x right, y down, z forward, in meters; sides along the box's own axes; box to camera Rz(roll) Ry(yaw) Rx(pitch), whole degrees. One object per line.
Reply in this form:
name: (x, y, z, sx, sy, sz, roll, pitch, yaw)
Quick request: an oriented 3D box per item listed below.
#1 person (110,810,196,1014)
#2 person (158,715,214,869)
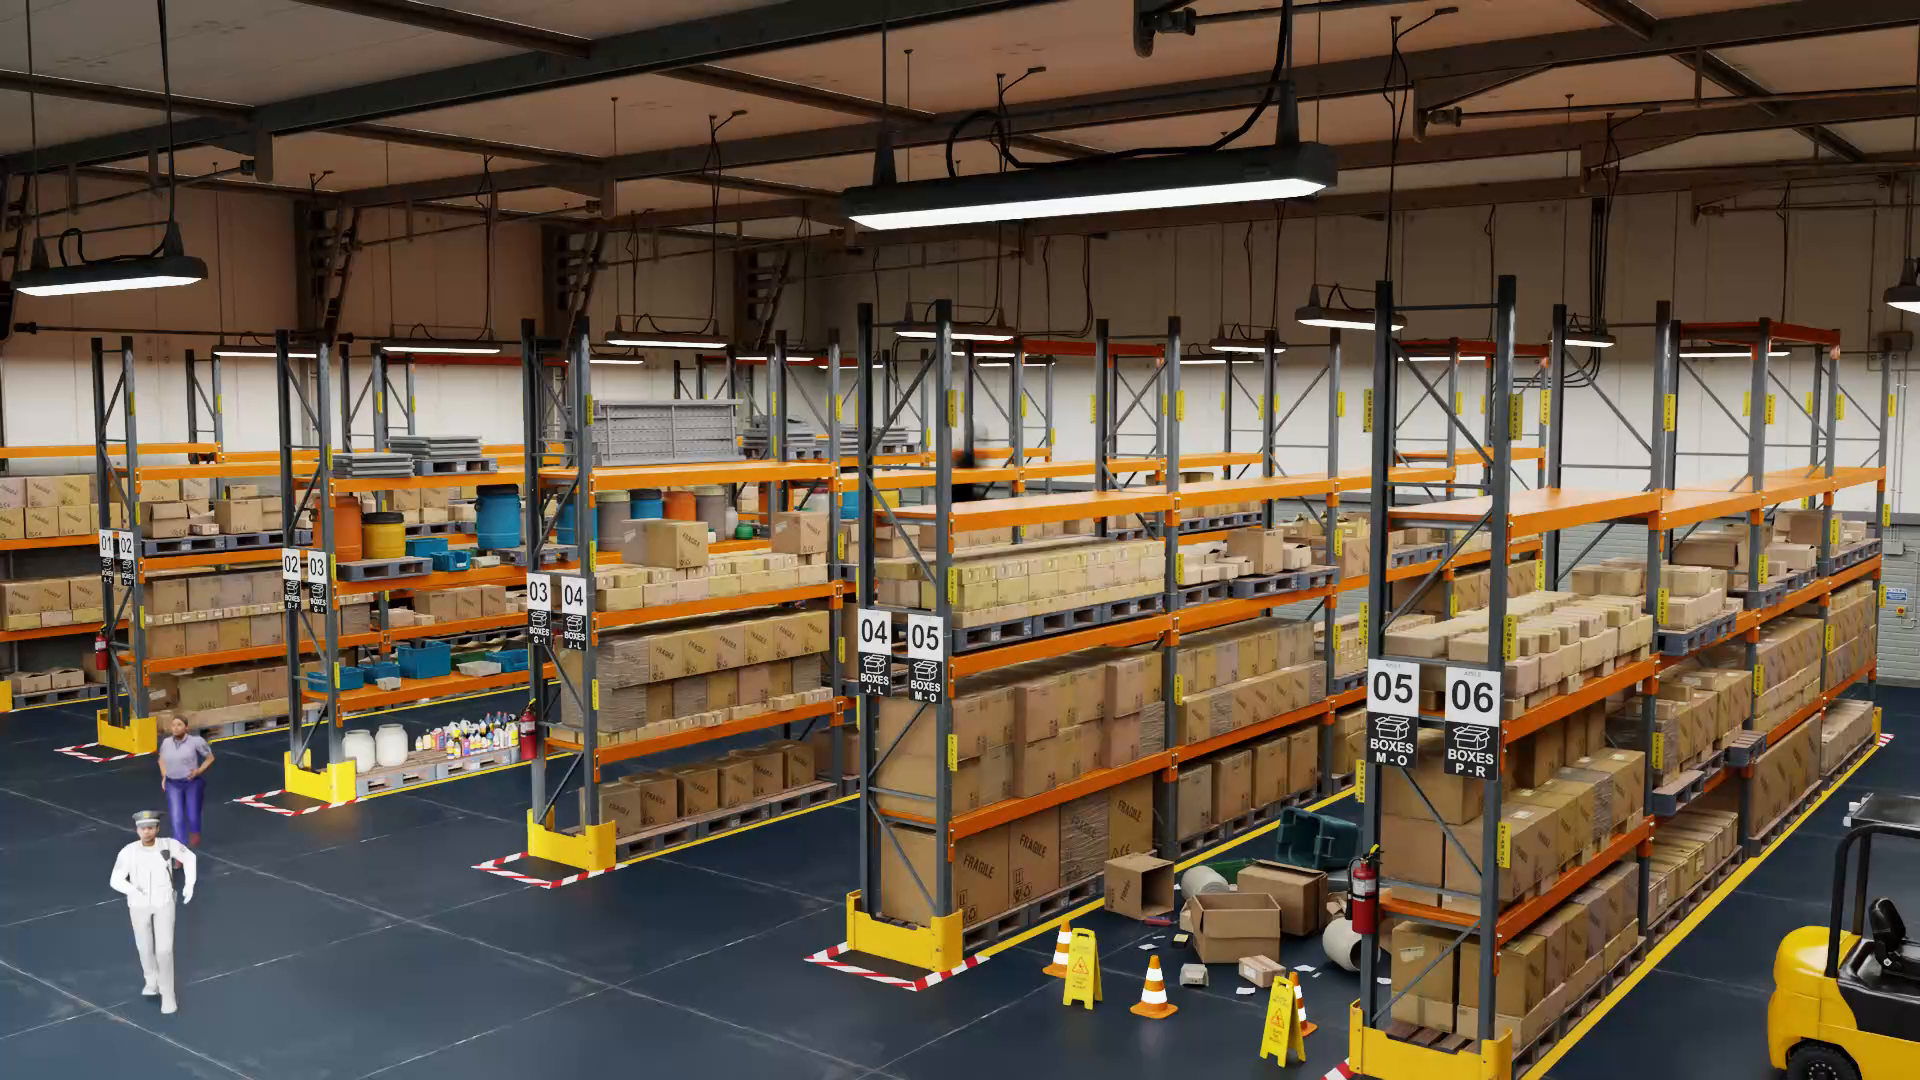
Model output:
person: (-6.787, 3.123, 14.012, 0.632, 1.764, 0.722, -2, 5, -20)
person: (-8.609, 2.757, 18.498, 0.601, 1.648, 0.776, -1, 5, -13)
